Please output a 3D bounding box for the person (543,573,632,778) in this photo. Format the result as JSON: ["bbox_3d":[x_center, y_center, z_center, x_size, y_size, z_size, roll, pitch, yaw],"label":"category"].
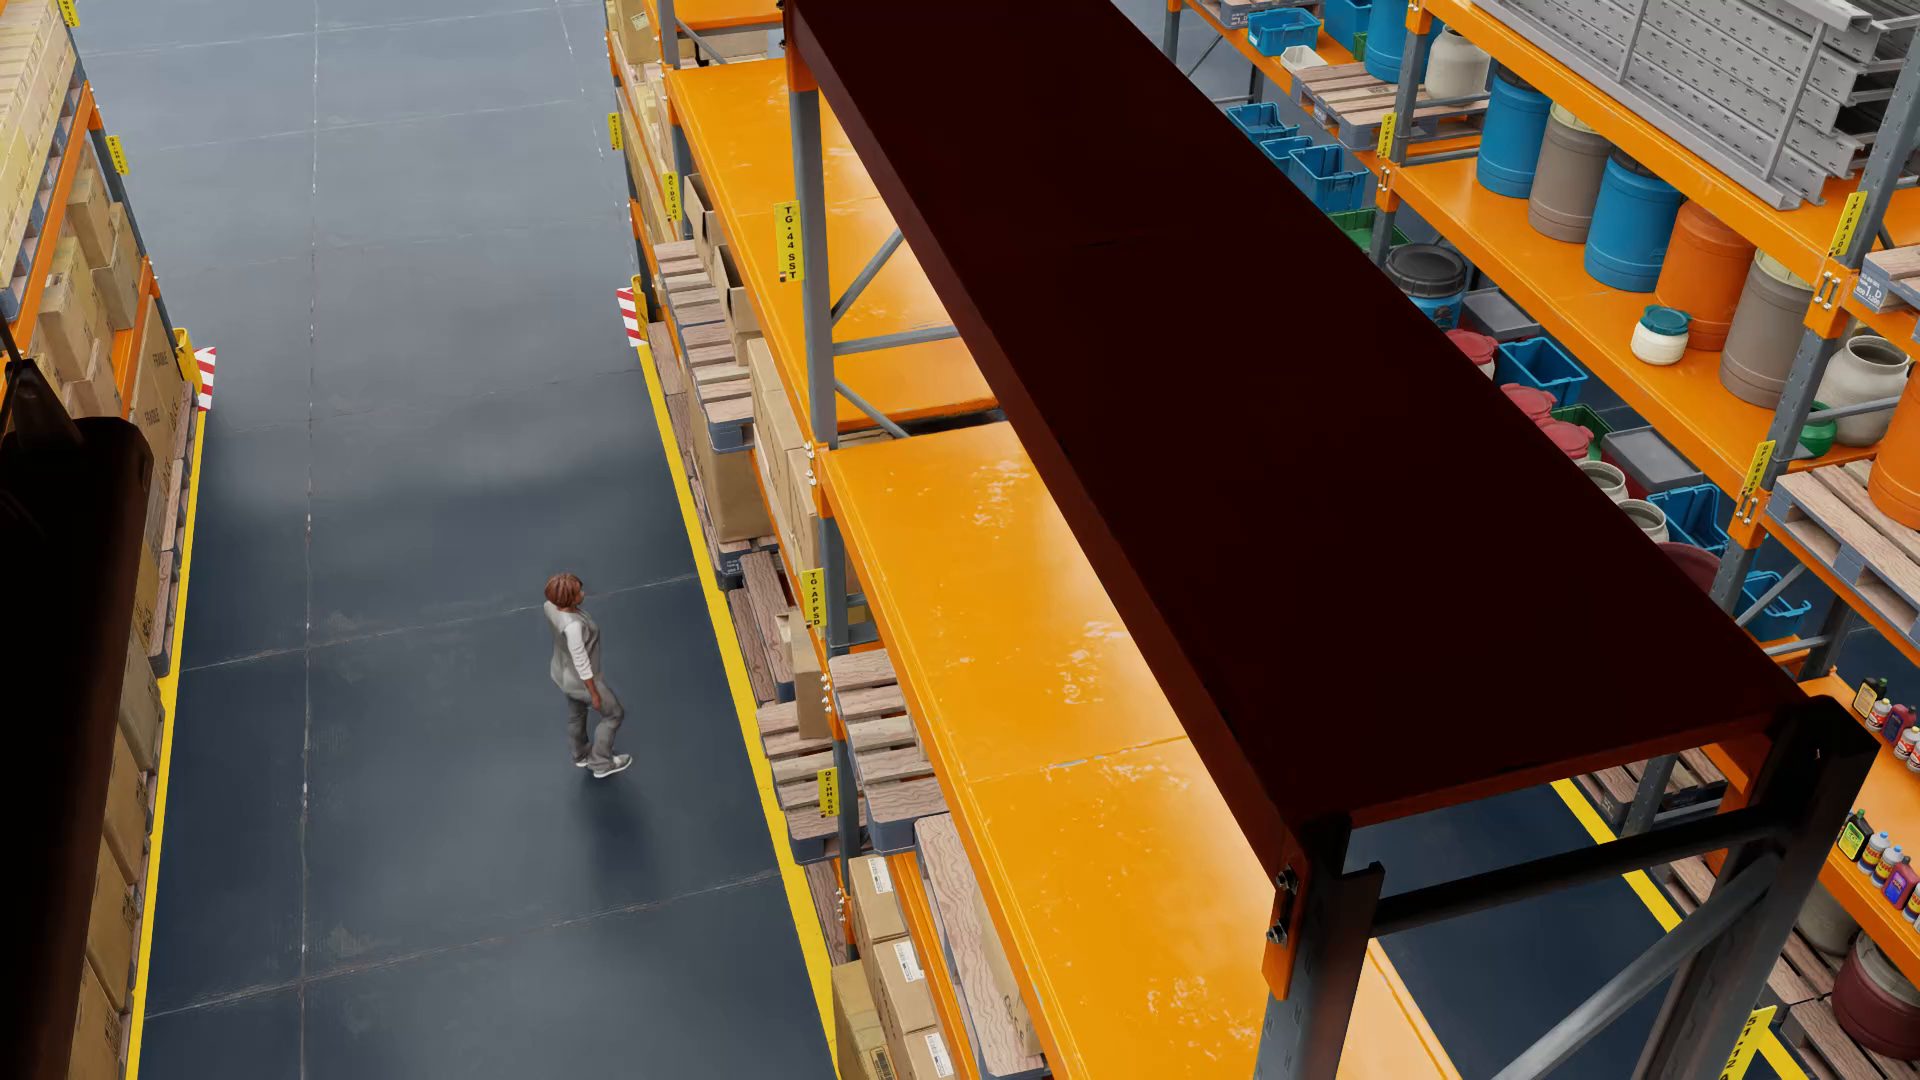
[{"bbox_3d":[-2.351,0.853,10.367,0.362,1.601,0.479,-24,44,-27],"label":"person"}]
